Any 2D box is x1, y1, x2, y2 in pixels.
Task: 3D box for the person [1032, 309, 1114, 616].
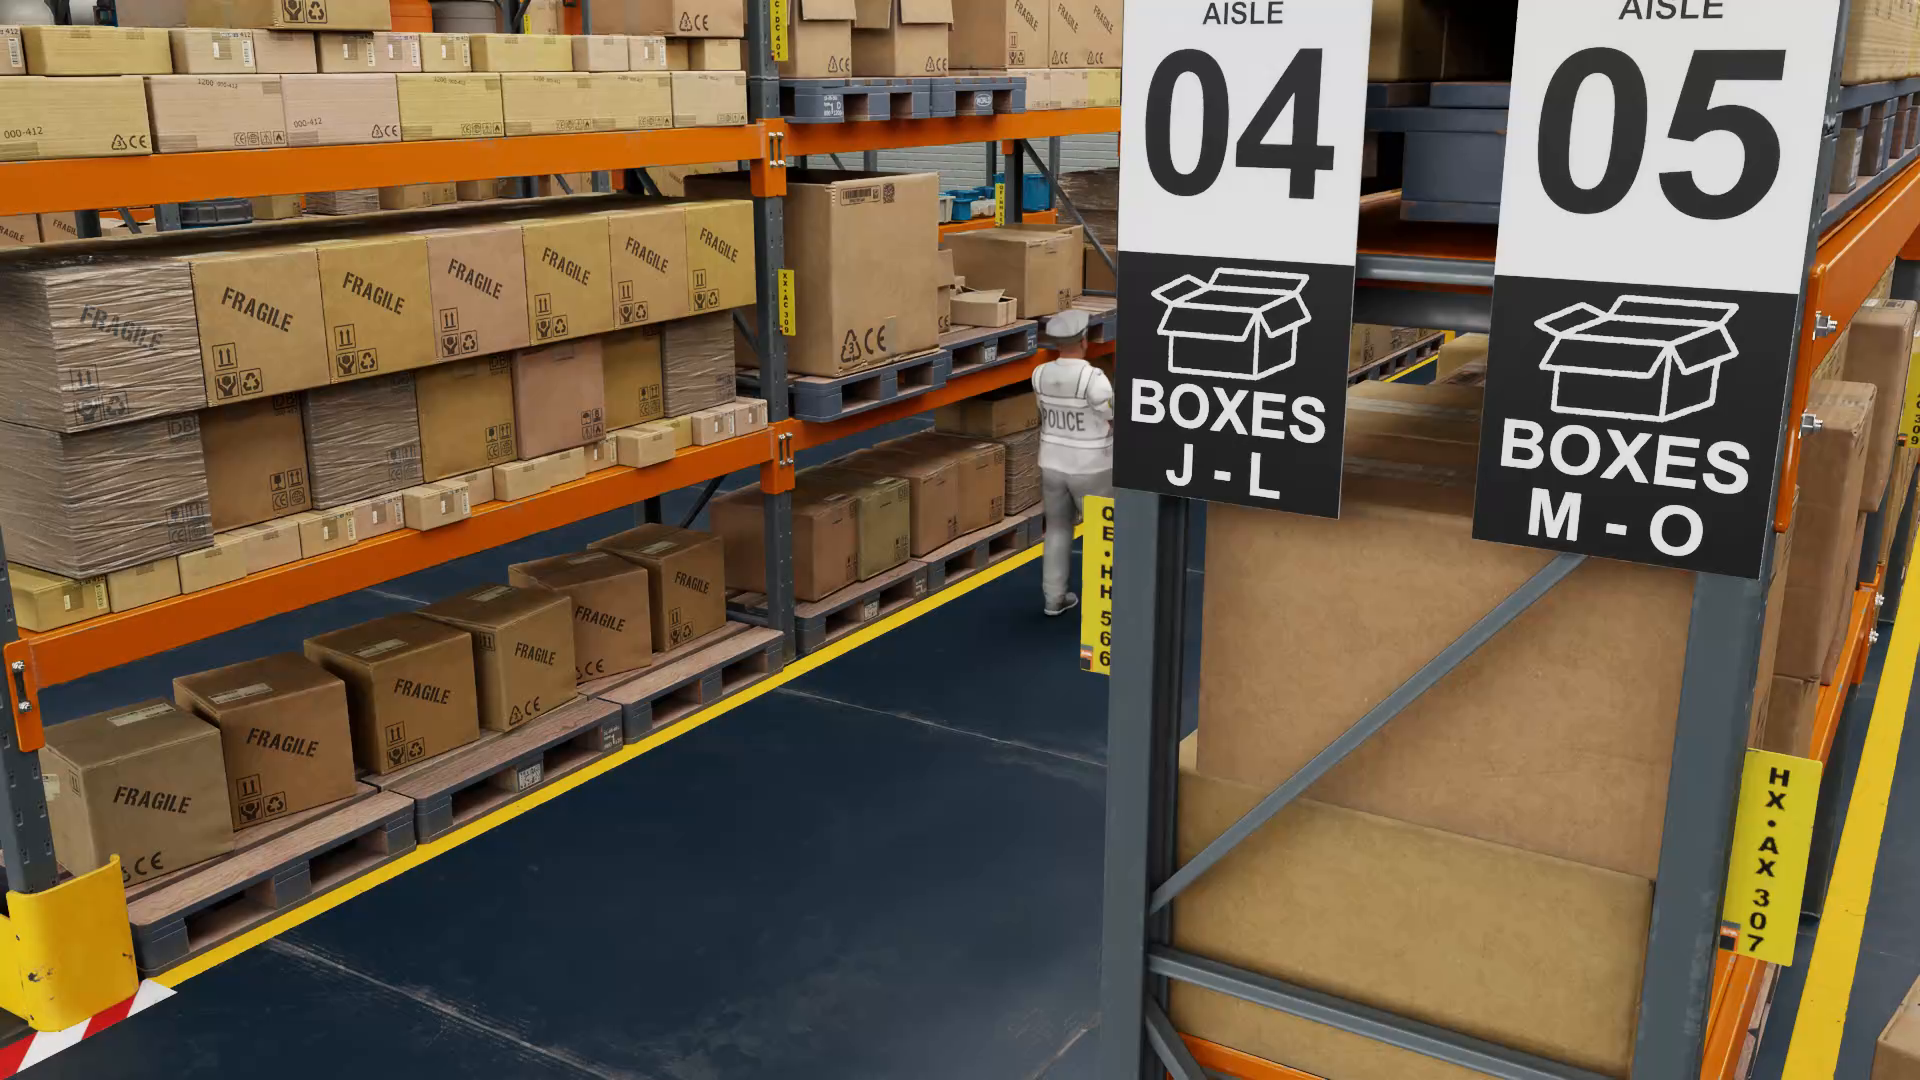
[{"bbox_3d":[0.702,-0.437,9.481,0.503,1.780,0.555,12,20,36],"label":"person"}]
